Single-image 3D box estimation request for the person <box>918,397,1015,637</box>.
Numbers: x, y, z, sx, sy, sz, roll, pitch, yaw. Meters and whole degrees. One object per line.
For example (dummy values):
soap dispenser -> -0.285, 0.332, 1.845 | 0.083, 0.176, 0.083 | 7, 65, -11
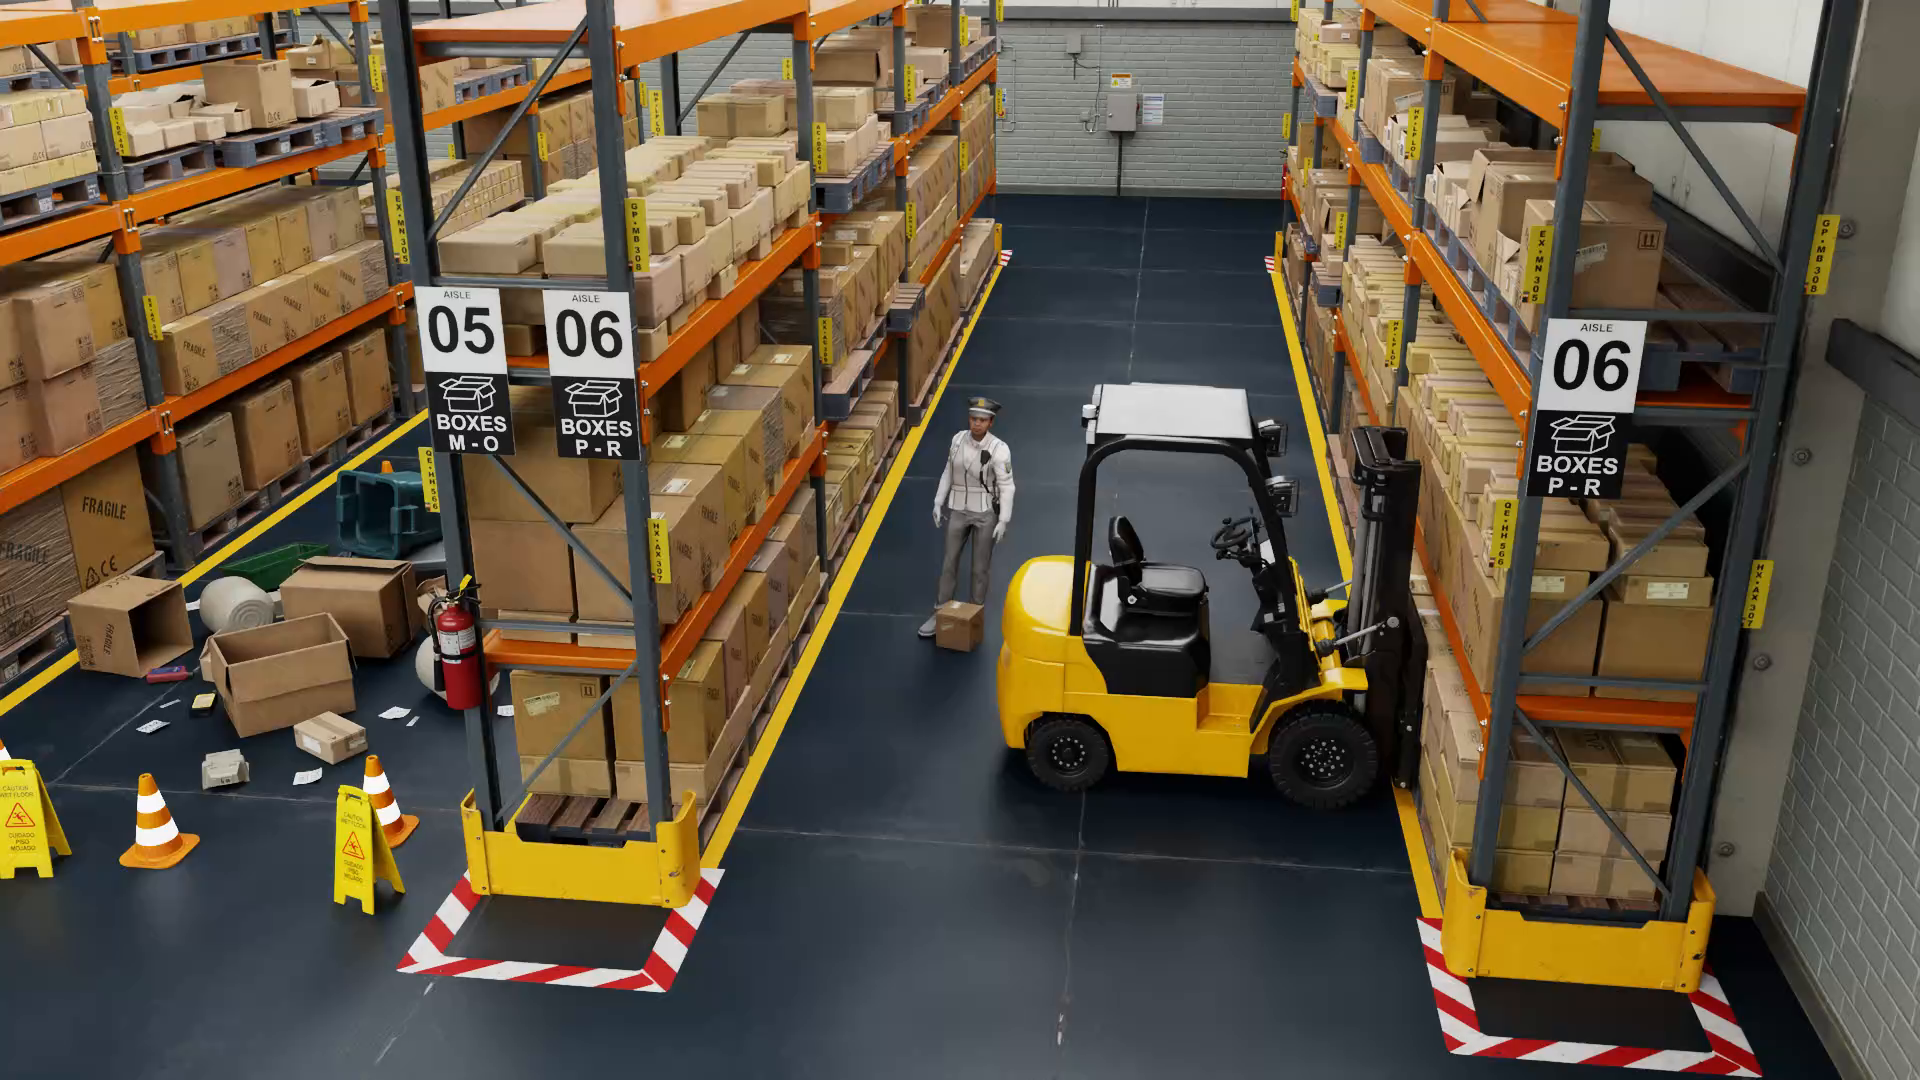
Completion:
person -> 0.062, -0.157, 11.417 | 0.586, 1.694, 0.530 | 10, 23, 24
